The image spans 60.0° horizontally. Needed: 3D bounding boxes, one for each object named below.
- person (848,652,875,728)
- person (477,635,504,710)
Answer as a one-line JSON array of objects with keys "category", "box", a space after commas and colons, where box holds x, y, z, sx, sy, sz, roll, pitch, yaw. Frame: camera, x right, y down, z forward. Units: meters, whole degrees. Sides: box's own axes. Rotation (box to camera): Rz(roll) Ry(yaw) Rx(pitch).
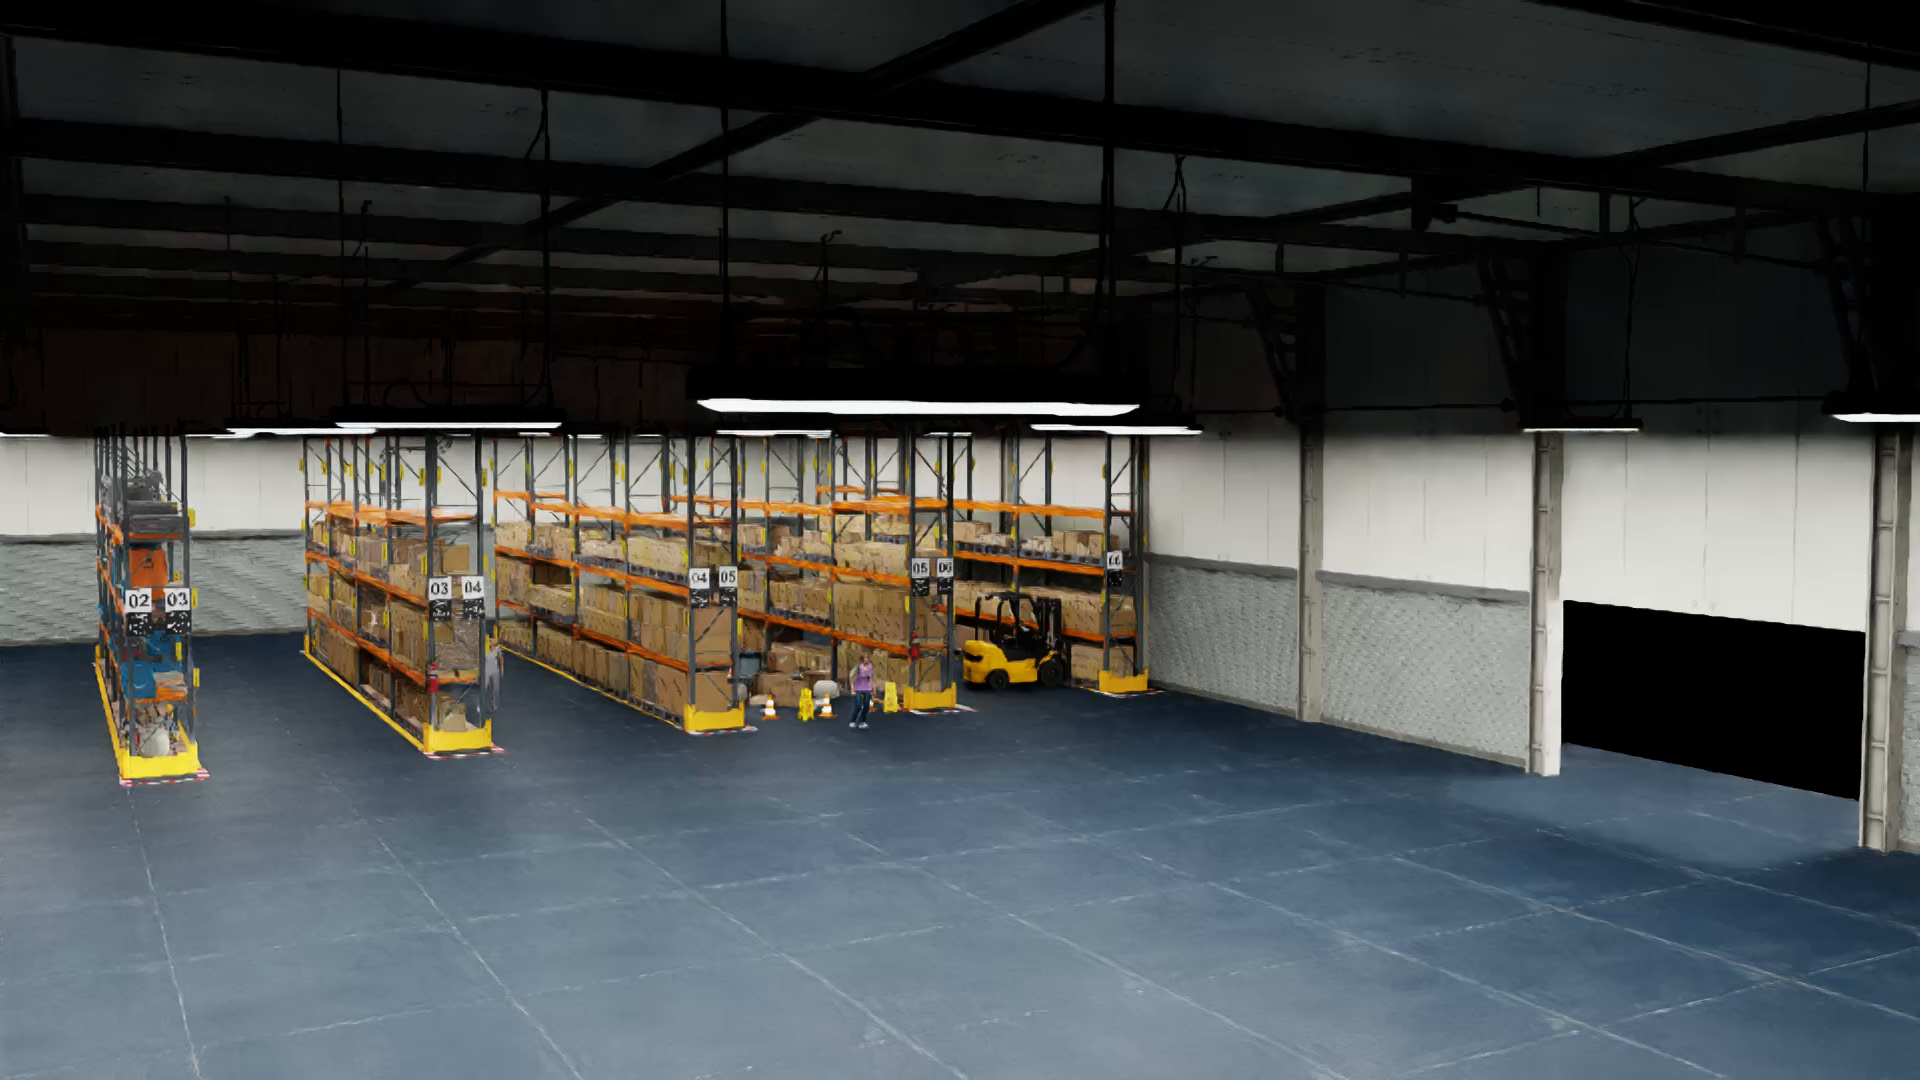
[{"category": "person", "box": [-1.951, 2.966, 32.916, 0.566, 1.539, 0.516, -2, 4, -32]}, {"category": "person", "box": [-9.928, 2.795, 35.099, 0.580, 1.619, 0.507, -2, 4, -31]}]
